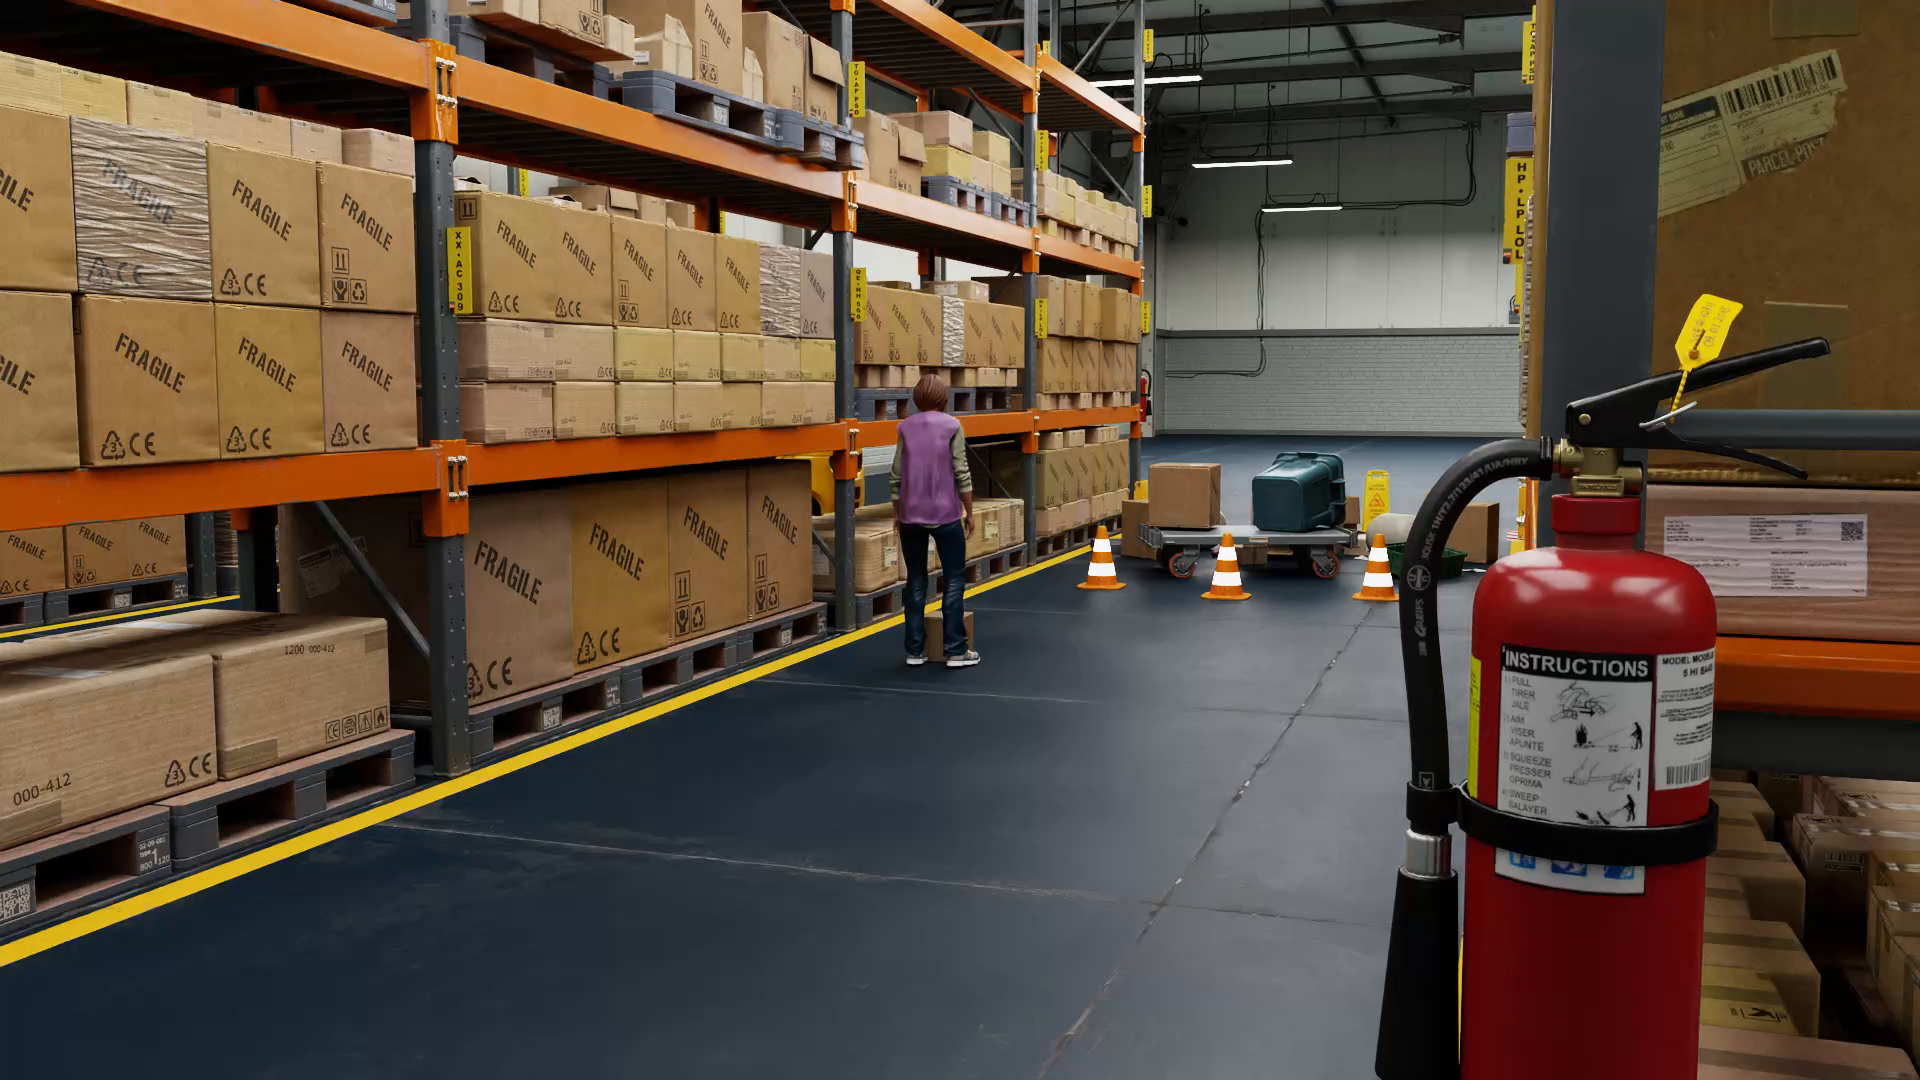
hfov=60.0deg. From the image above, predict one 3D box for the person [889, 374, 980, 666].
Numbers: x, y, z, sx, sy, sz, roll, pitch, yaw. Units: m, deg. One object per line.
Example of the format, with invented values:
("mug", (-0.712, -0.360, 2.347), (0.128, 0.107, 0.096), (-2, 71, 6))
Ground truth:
("person", (-0.150, -0.105, 9.071), (0.479, 1.593, 0.345), (2, 6, 17))
